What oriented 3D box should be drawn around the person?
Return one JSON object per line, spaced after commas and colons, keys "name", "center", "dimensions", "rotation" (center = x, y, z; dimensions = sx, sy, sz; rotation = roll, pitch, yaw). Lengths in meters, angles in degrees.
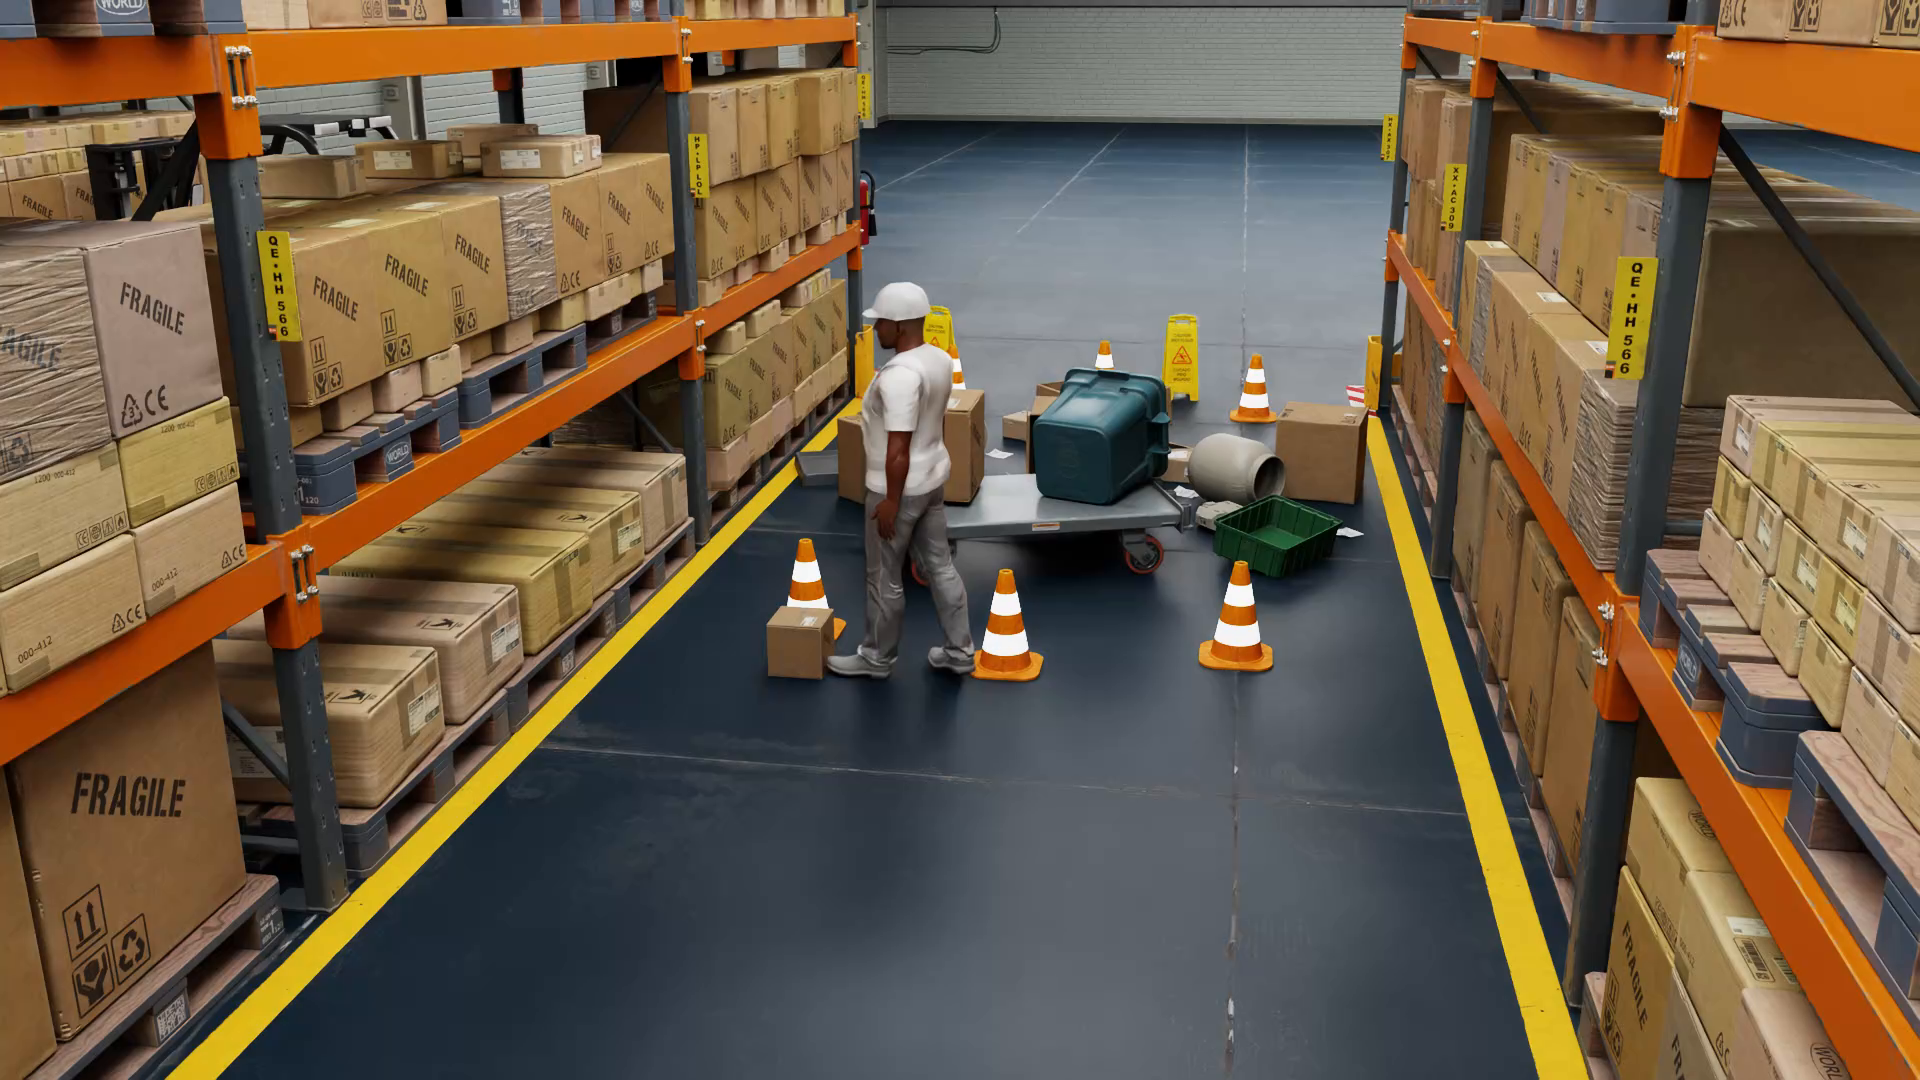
{"name": "person", "center": [-0.254, -0.242, 7.245], "dimensions": [0.667, 1.770, 0.589], "rotation": [8, 20, 24]}
